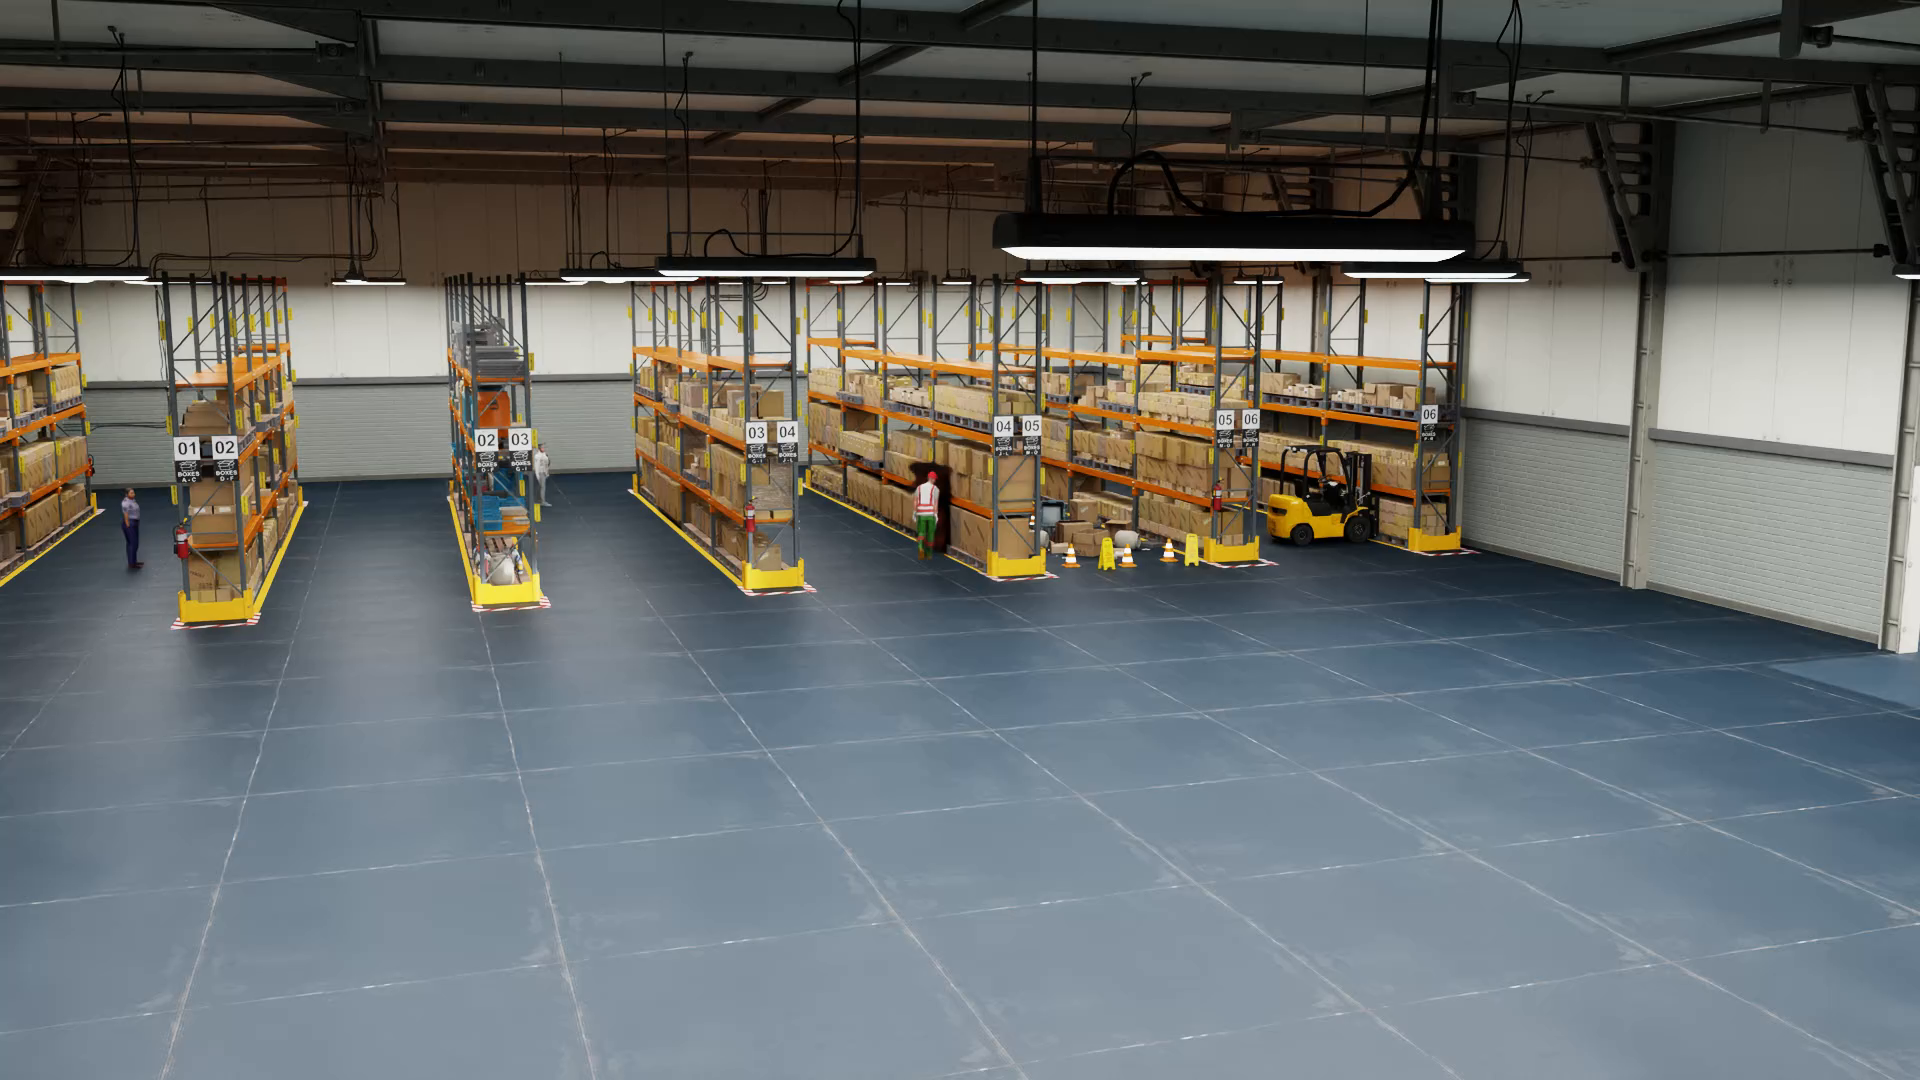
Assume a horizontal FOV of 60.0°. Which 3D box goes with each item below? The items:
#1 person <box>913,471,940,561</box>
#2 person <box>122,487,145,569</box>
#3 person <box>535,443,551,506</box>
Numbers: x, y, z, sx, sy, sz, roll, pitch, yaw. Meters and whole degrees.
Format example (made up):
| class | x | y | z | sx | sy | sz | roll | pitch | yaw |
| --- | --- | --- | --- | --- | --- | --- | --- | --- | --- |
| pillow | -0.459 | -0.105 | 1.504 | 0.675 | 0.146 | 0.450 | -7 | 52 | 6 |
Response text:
| class | x | y | z | sx | sy | sz | roll | pitch | yaw |
| --- | --- | --- | --- | --- | --- | --- | --- | --- | --- |
| person | -0.680 | -0.481 | 33.474 | 0.566 | 1.783 | 0.646 | 2 | 9 | 13 |
| person | -17.109 | -0.249 | 34.389 | 0.370 | 1.693 | 0.575 | -5 | 10 | -29 |
| person | -11.080 | -1.758 | 44.231 | 0.406 | 1.686 | 0.530 | -1 | 9 | -4 |
